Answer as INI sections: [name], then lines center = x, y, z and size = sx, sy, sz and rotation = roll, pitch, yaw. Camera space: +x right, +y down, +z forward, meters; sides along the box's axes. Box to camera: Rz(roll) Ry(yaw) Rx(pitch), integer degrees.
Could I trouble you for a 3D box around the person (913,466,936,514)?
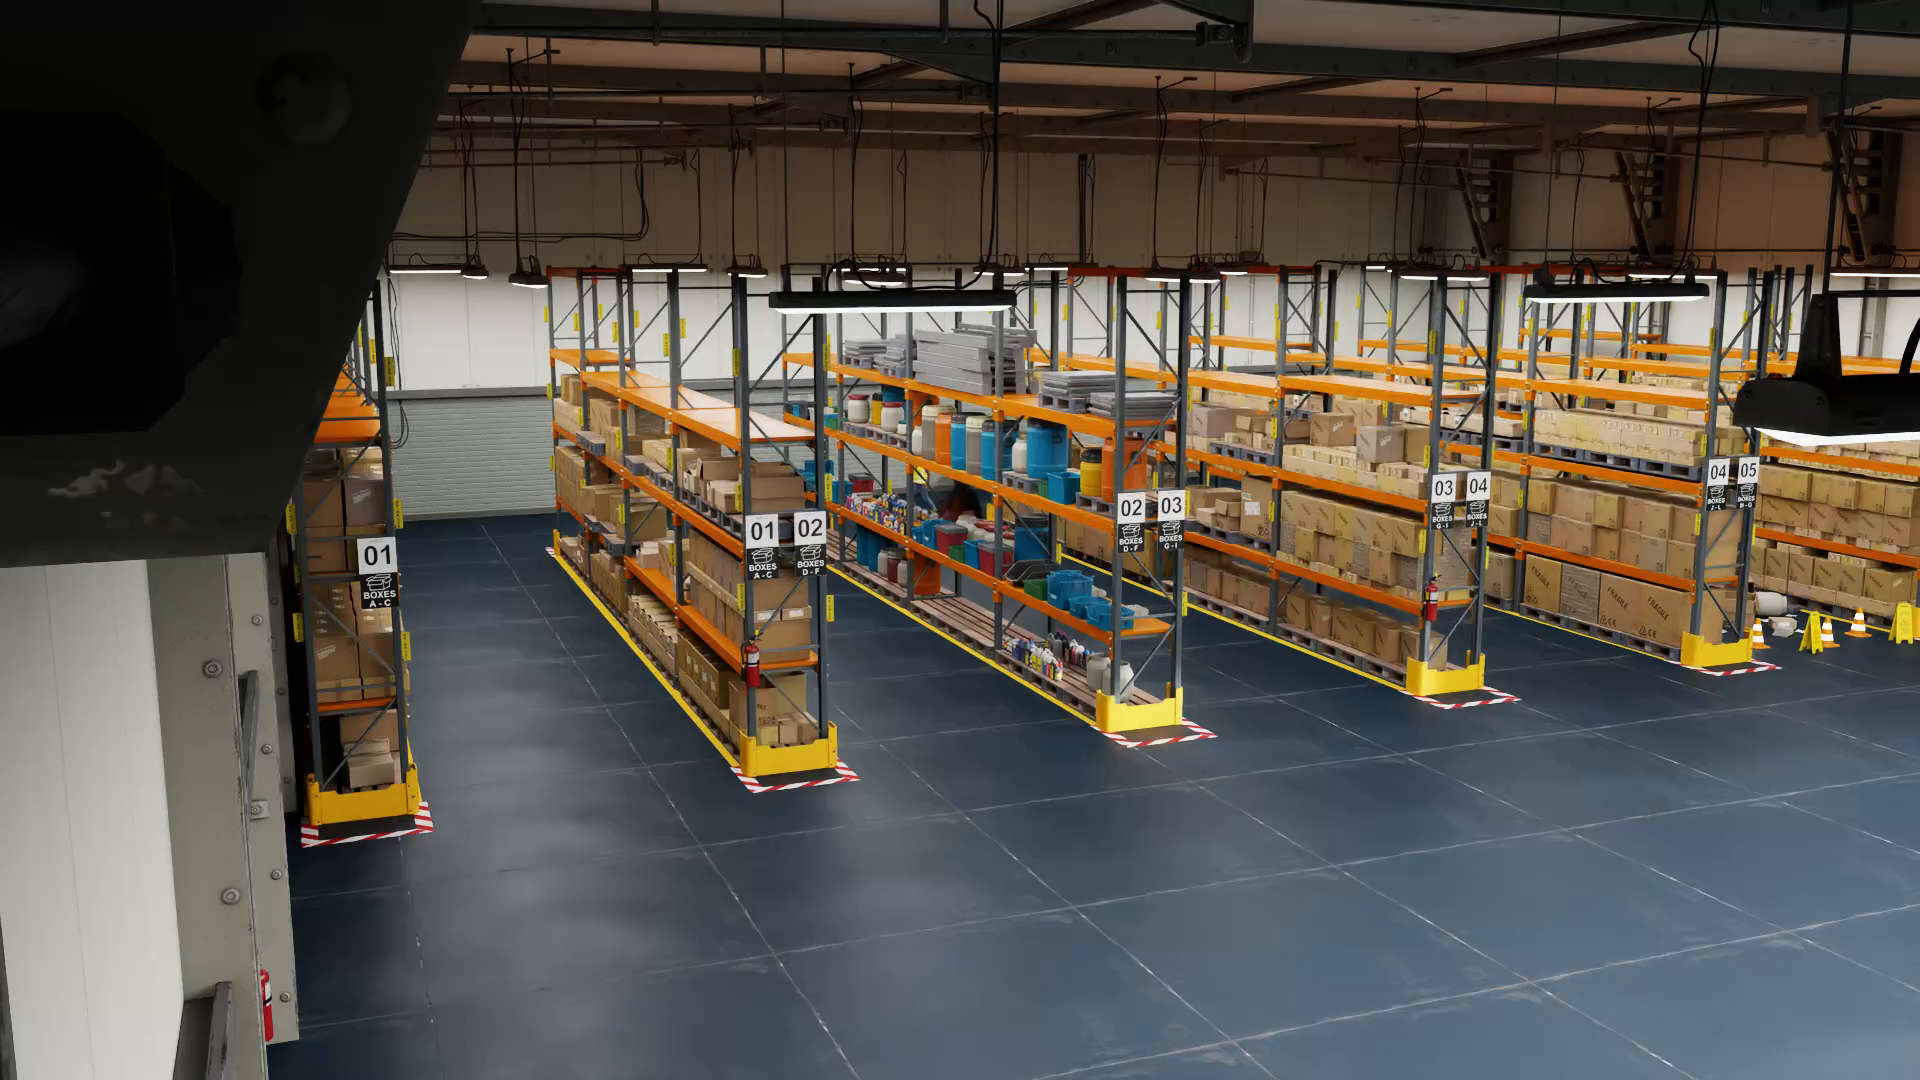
[person]
center = -0.982, -1.350, 39.366
size = 0.608, 1.742, 0.998
rotation = 6, 12, 32
